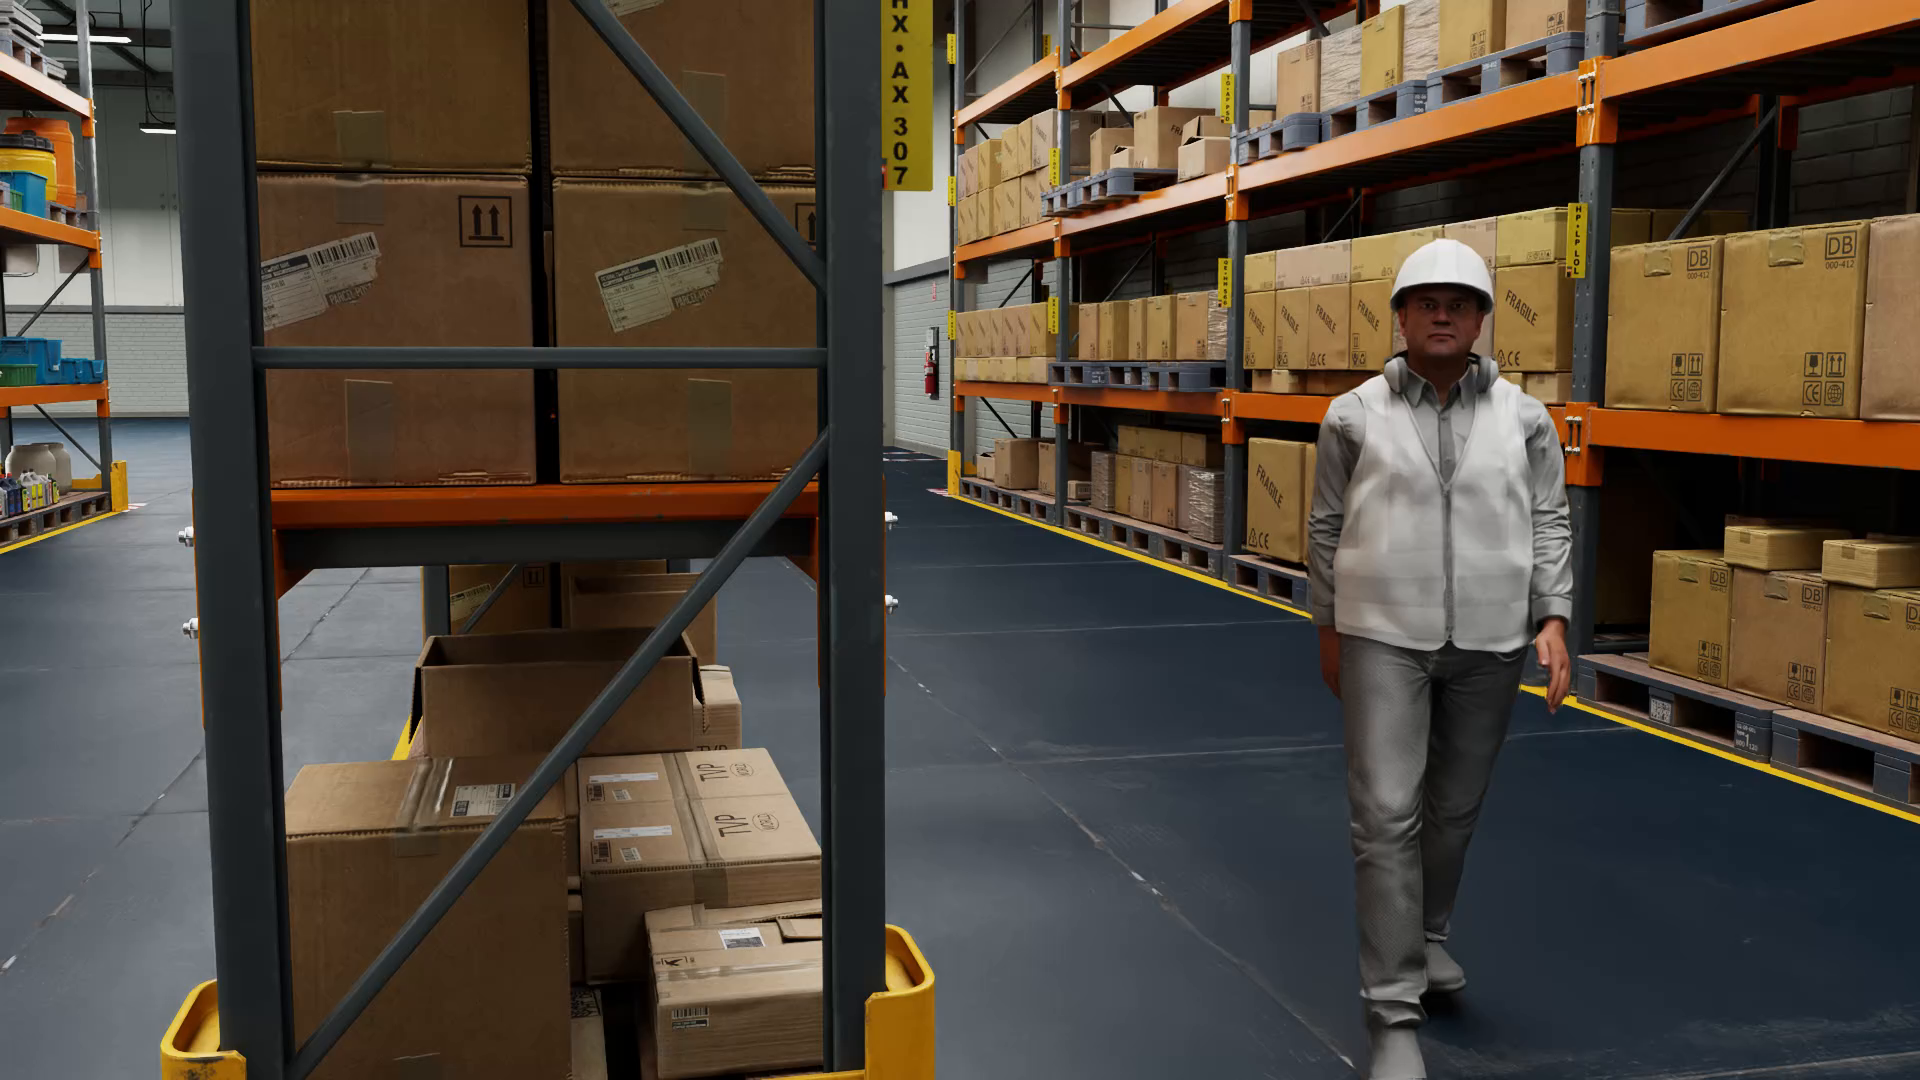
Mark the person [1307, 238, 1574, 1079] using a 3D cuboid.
[{"bbox_3d":[1.054,0.224,3.610,0.551,1.753,0.897,0,6,4],"label":"person"}]
